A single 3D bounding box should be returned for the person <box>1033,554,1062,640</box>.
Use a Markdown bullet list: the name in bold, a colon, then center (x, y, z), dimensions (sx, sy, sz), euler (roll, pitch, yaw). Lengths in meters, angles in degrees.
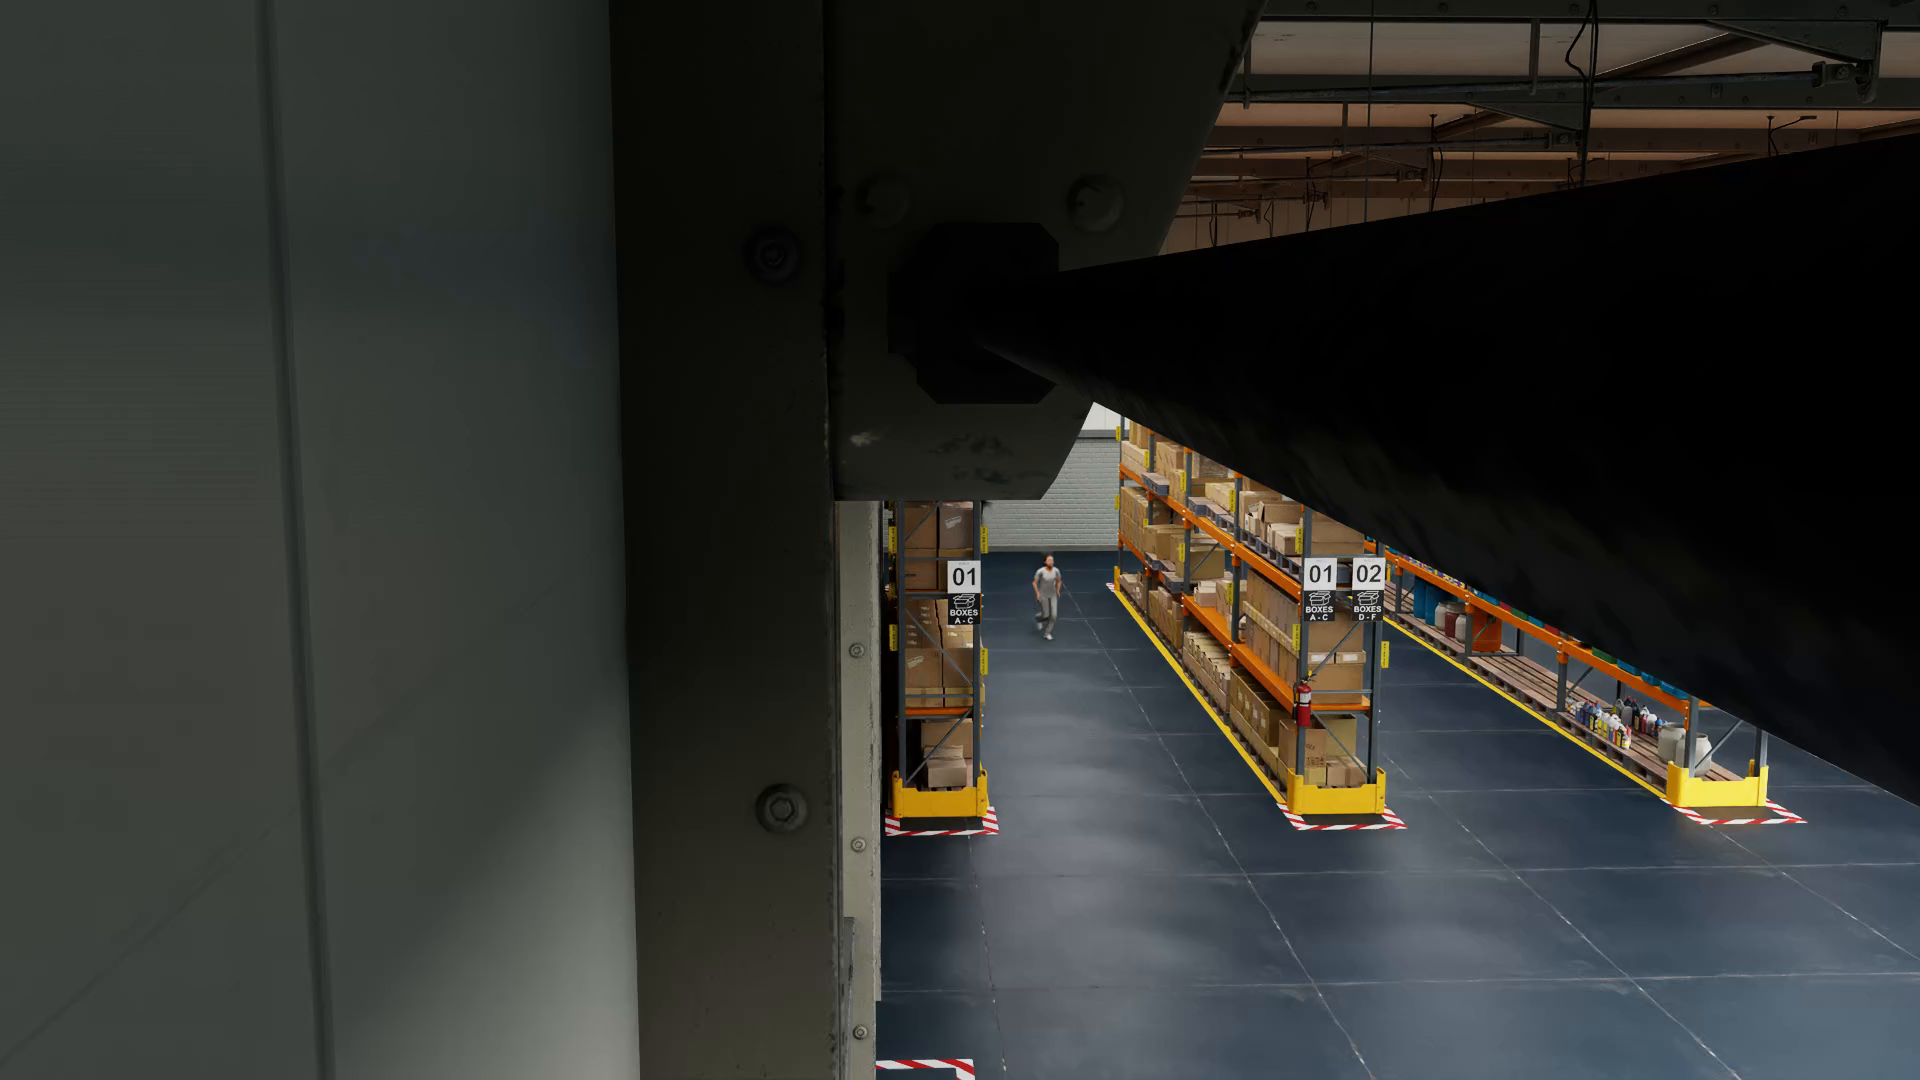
- **person**: center (1.638, 1.051, 31.233), dimensions (0.549, 1.617, 0.603), euler (-2, 9, -15)
